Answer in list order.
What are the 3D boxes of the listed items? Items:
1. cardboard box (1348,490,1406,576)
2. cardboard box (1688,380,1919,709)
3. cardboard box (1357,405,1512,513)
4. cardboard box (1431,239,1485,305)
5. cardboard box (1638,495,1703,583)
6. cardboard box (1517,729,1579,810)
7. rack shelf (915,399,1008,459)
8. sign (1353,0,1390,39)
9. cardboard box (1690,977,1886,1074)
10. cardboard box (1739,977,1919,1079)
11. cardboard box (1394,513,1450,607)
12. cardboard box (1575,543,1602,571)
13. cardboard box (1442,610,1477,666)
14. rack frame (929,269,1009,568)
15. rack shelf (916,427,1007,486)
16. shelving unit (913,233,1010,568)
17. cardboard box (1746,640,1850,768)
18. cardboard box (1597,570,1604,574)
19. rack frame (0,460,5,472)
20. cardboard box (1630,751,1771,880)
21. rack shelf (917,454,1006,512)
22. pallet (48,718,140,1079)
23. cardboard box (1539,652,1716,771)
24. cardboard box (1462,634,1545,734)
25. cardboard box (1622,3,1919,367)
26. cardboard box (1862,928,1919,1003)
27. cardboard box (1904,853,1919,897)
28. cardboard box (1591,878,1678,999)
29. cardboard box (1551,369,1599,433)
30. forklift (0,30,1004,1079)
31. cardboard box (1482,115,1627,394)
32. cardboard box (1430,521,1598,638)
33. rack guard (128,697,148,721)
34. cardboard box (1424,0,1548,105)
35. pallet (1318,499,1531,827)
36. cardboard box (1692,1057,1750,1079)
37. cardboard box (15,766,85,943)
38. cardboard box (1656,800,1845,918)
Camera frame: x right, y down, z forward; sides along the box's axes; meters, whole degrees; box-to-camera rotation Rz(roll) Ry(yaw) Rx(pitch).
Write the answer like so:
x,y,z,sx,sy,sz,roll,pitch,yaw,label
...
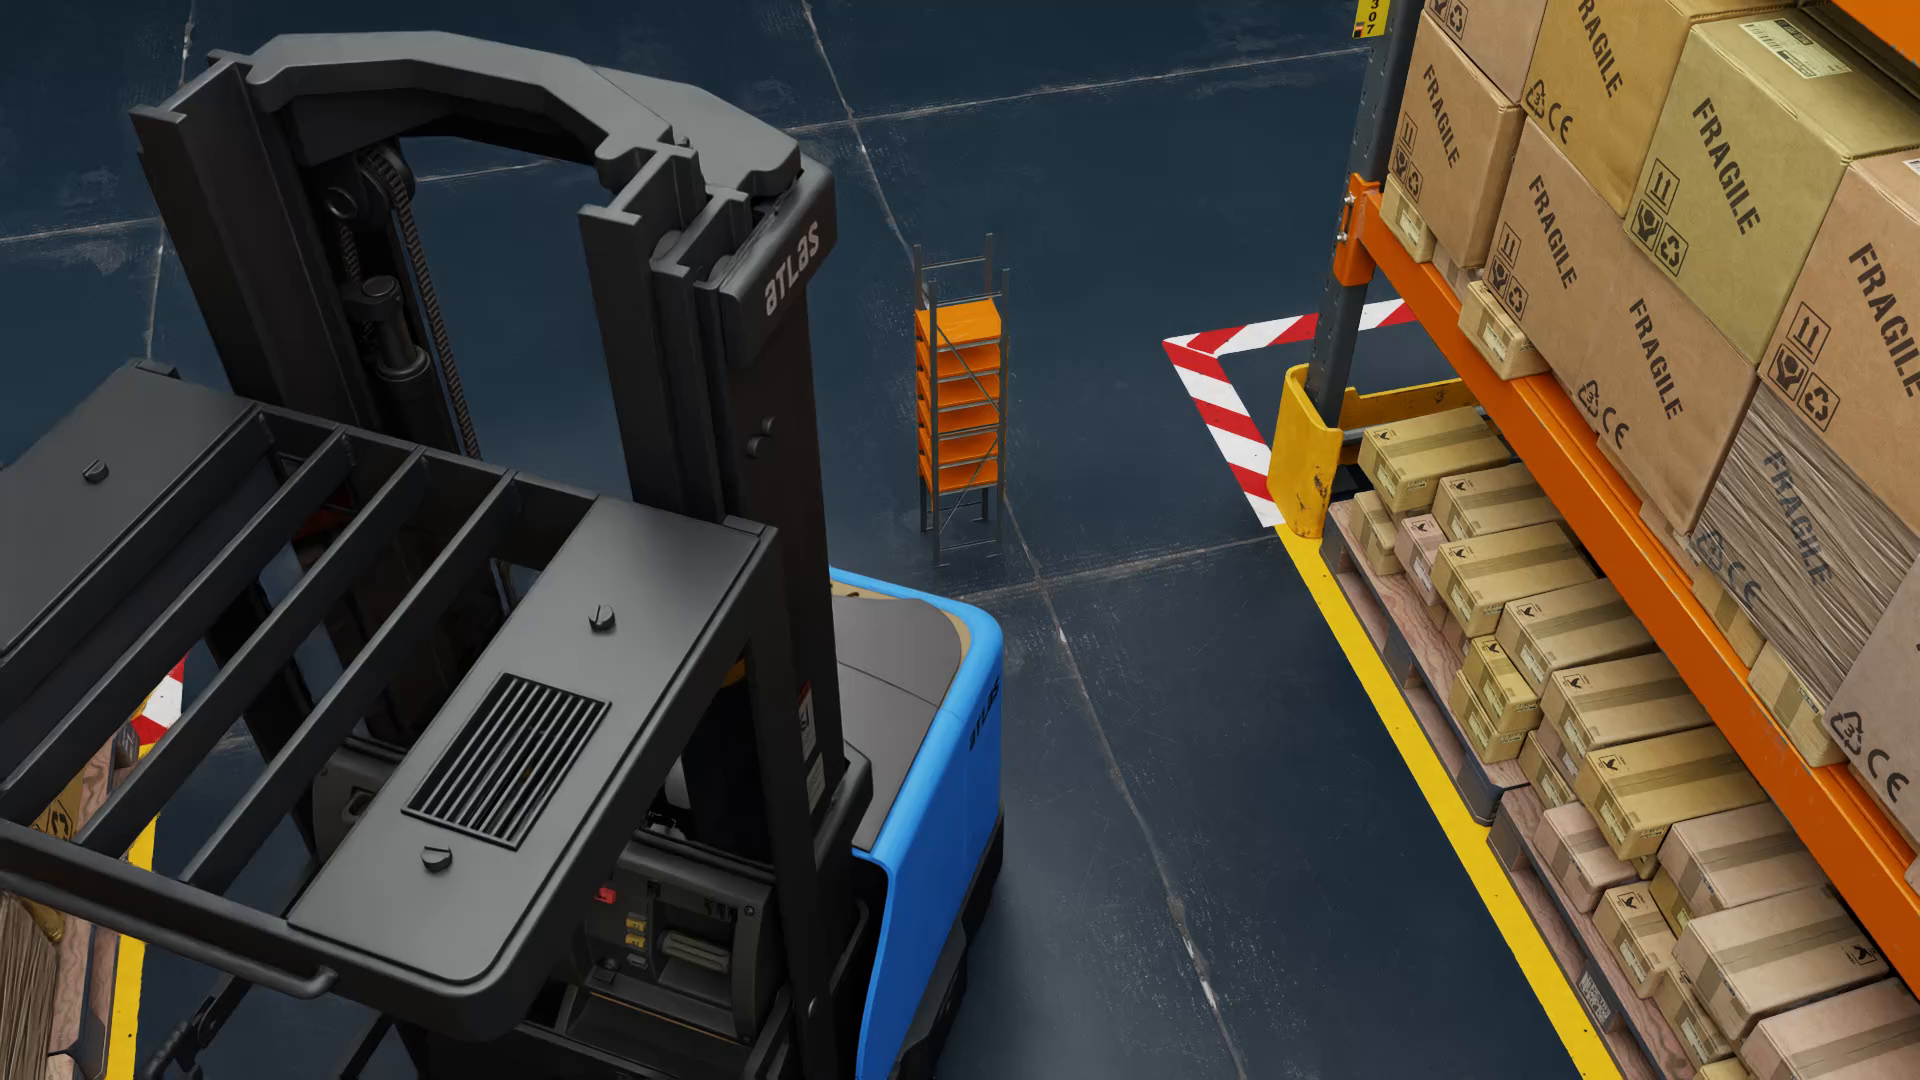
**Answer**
x,y,z,sx,sy,sz,roll,pitch,yaw,label
1.494,-0.049,5.400,0.380,0.149,0.250,-10,46,-10,cardboard box
1.929,-0.042,3.413,0.500,0.500,0.500,-12,47,-11,cardboard box
1.475,-0.254,5.184,0.380,0.149,0.250,-13,47,-12,cardboard box
1.541,-0.780,4.590,0.380,0.149,0.250,-9,46,-9,cardboard box
1.838,-0.064,3.888,0.380,0.149,0.250,-12,47,-11,cardboard box
1.827,0.642,4.722,0.380,0.149,0.250,-11,47,-10,cardboard box
0.004,-0.379,5.343,0.258,0.103,0.180,-11,47,-10,rack shelf
1.145,-1.524,4.537,0.100,0.325,0.005,-11,47,-10,sign
2.036,1.111,4.055,0.380,0.149,0.250,-13,47,-12,cardboard box
2.027,1.183,3.776,0.380,0.149,0.250,-13,47,-12,cardboard box
1.571,0.035,5.109,0.380,0.149,0.250,-11,47,-11,cardboard box
2.095,-0.071,5.213,0.380,0.149,0.250,-12,47,-11,cardboard box
1.710,0.287,5.071,0.380,0.149,0.250,-10,46,-10,cardboard box
0.027,-0.347,5.250,0.240,1.200,0.006,-11,47,-10,rack frame
0.004,-0.295,5.429,0.258,0.103,0.180,-11,47,-10,rack shelf
0.004,-0.410,5.312,0.258,1.200,0.189,-11,47,-10,shelving unit
1.924,0.309,3.523,0.380,0.149,0.250,-10,46,-10,cardboard box
2.169,0.015,5.337,0.380,0.149,0.250,-9,46,-9,cardboard box
-3.151,-0.483,4.123,1.000,3.000,0.127,-11,47,-10,rack frame
1.949,0.730,4.428,0.380,0.149,0.250,-9,46,-8,cardboard box
0.004,-0.211,5.515,0.258,0.103,0.180,-11,47,-10,rack shelf
-2.871,1.031,4.592,1.003,0.211,1.213,-11,47,-10,pallet
1.808,0.461,4.483,0.380,0.149,0.250,-9,46,-9,cardboard box
1.680,0.385,4.767,0.380,0.149,0.250,-9,46,-9,cardboard box
1.775,-0.740,3.397,0.500,0.500,0.500,-12,47,-11,cardboard box
2.539,1.094,4.280,0.380,0.149,0.250,-12,47,-11,cardboard box
2.071,0.657,3.182,0.380,0.149,0.250,-13,47,-12,cardboard box
1.903,1.017,4.356,0.380,0.149,0.250,-11,47,-10,cardboard box
1.757,-0.431,4.248,0.380,0.149,0.250,-9,46,-8,cardboard box
-0.862,0.774,2.939,1.130,2.935,3.031,15,47,14,forklift
1.679,-0.734,4.091,0.500,0.500,0.500,-11,47,-10,cardboard box
1.603,0.112,4.825,0.380,0.149,0.250,-11,47,-10,cardboard box
-3.157,0.375,5.032,1.175,0.500,0.348,-11,47,-10,rack guard
1.528,-1.451,4.093,0.500,0.500,0.500,-11,47,-11,cardboard box
1.863,0.276,5.332,1.003,0.211,1.213,-11,47,-10,pallet
1.999,1.369,4.010,0.380,0.149,0.250,-11,47,-10,cardboard box
-2.910,0.541,4.313,0.875,0.875,0.875,-11,47,-10,cardboard box
1.988,0.808,4.144,0.380,0.149,0.250,-11,47,-10,cardboard box
